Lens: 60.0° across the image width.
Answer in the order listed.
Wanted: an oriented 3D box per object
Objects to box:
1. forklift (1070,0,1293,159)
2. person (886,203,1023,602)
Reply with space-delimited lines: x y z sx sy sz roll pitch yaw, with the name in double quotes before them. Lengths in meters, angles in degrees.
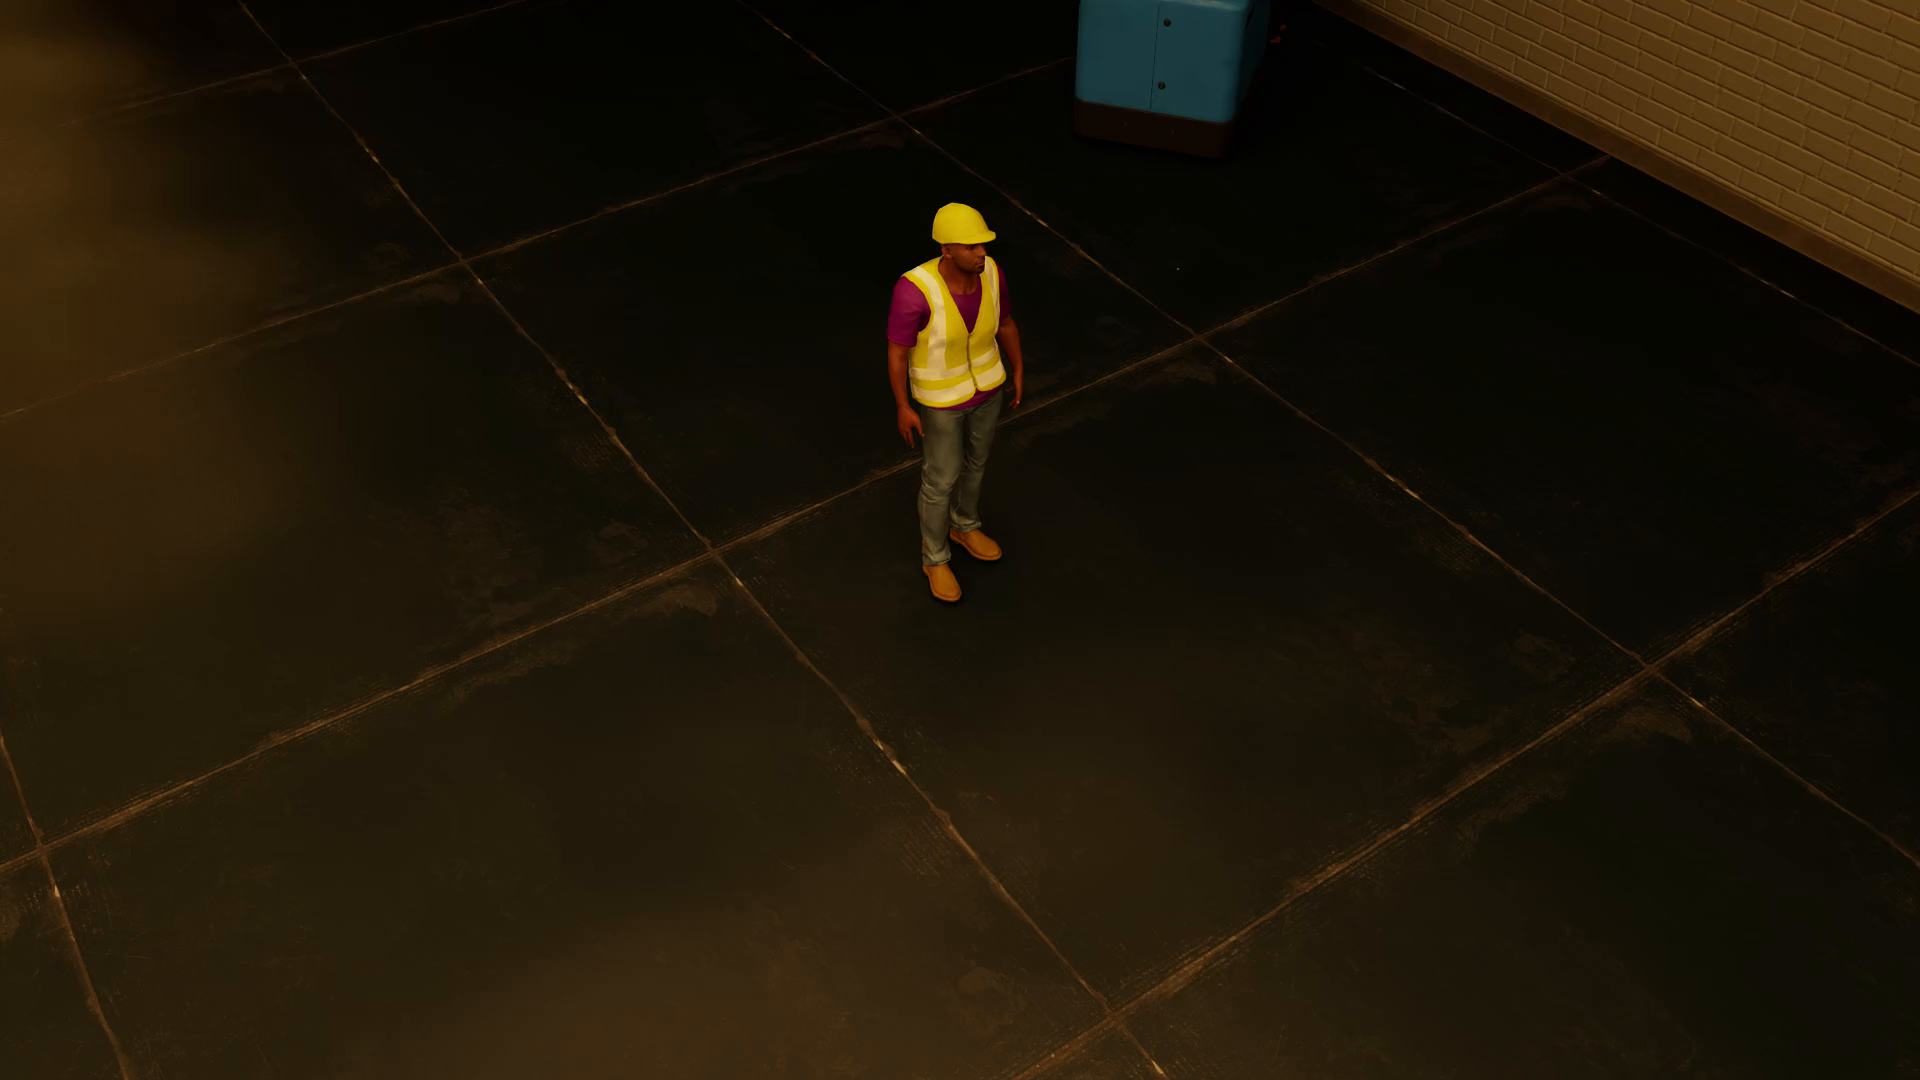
"forklift" 1.667 -4.463 10.558 1.130 2.935 3.031 13 44 14
"person" 0.035 -0.614 7.230 0.665 1.768 0.575 -25 48 -25
